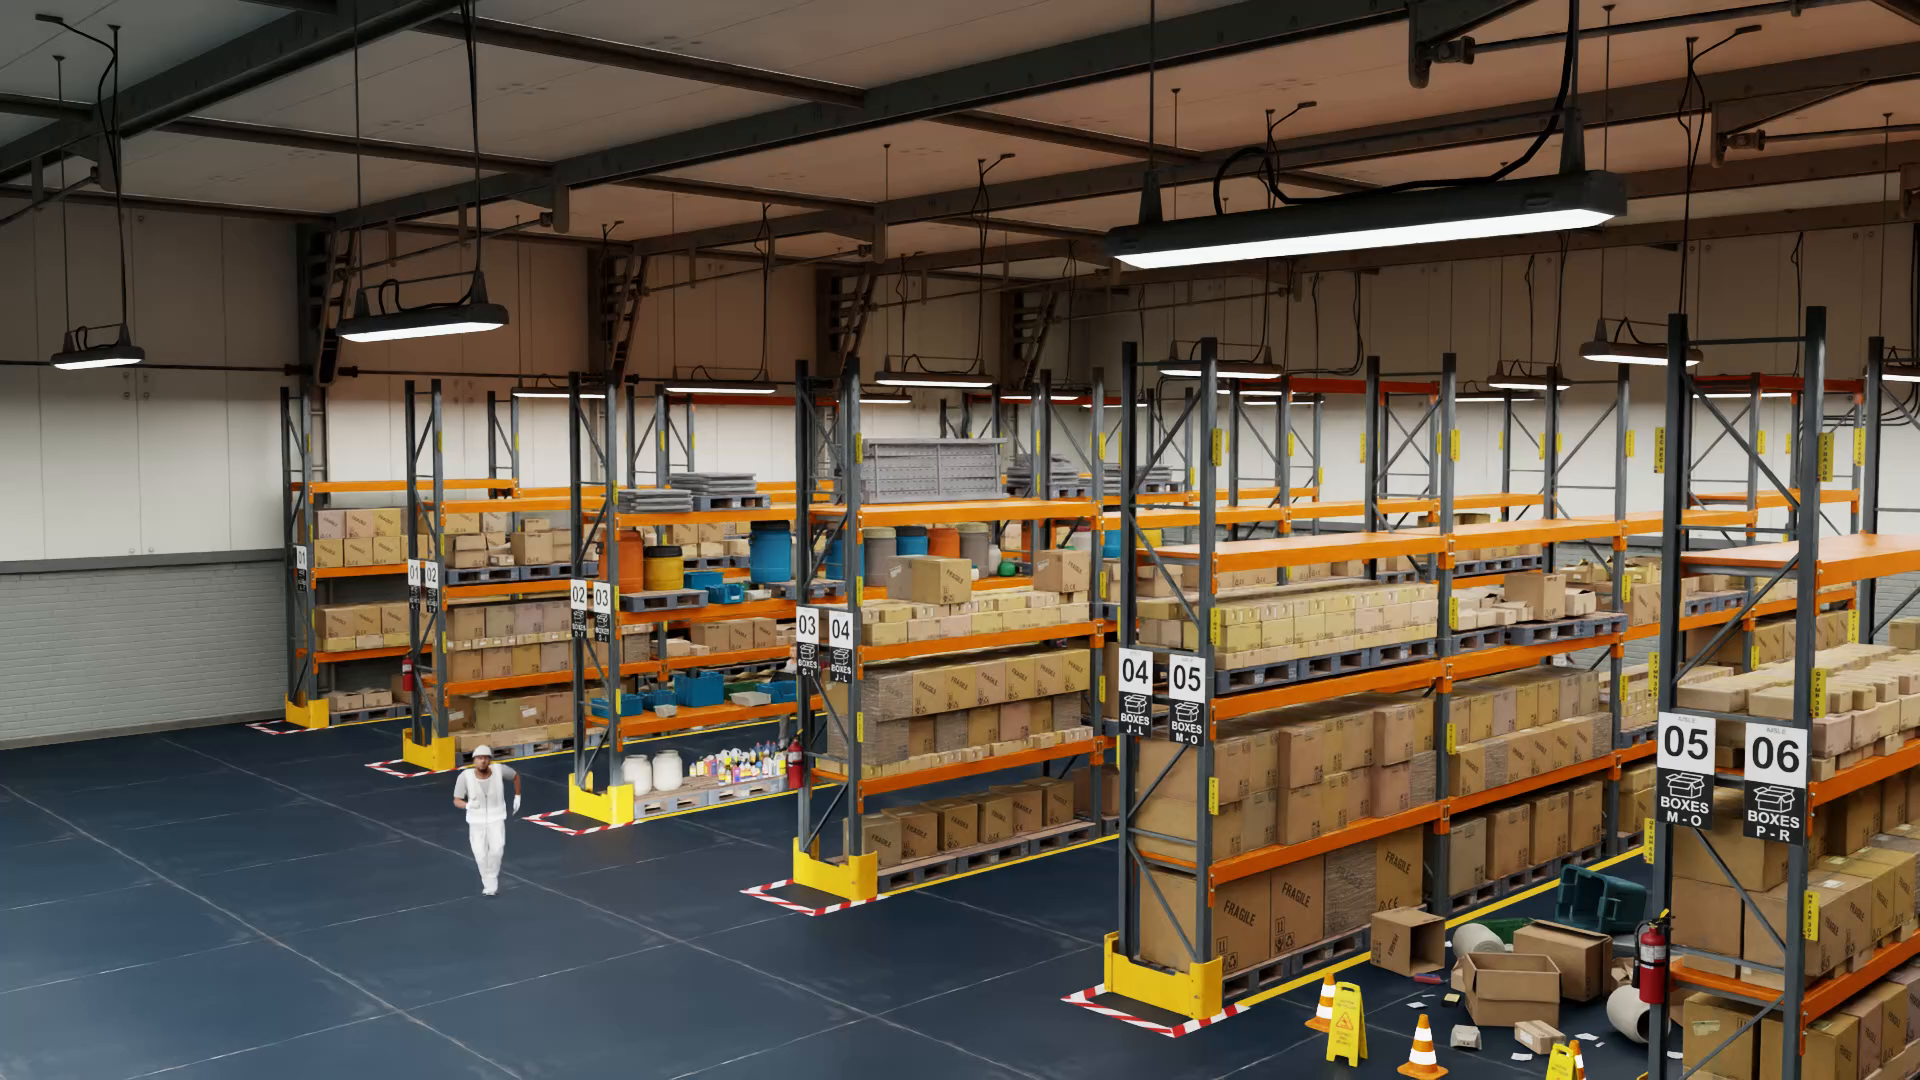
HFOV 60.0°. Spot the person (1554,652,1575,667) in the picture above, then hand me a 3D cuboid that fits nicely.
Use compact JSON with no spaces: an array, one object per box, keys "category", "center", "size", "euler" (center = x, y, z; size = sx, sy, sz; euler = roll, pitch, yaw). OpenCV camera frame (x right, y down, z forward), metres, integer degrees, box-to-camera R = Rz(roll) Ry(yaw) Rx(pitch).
[{"category":"person","center":[11.165,2.366,31.040],"size":[0.593,1.651,0.546],"euler":[-2,4,-29]}]

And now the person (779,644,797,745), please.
[{"category":"person","center":[-2.722,2.557,27.439],"size":[0.555,1.705,0.806],"euler":[2,4,31]}]

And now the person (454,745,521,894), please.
[{"category":"person","center":[-5.203,3.105,18.339],"size":[0.727,1.724,0.758],"euler":[-1,4,-17]}]
